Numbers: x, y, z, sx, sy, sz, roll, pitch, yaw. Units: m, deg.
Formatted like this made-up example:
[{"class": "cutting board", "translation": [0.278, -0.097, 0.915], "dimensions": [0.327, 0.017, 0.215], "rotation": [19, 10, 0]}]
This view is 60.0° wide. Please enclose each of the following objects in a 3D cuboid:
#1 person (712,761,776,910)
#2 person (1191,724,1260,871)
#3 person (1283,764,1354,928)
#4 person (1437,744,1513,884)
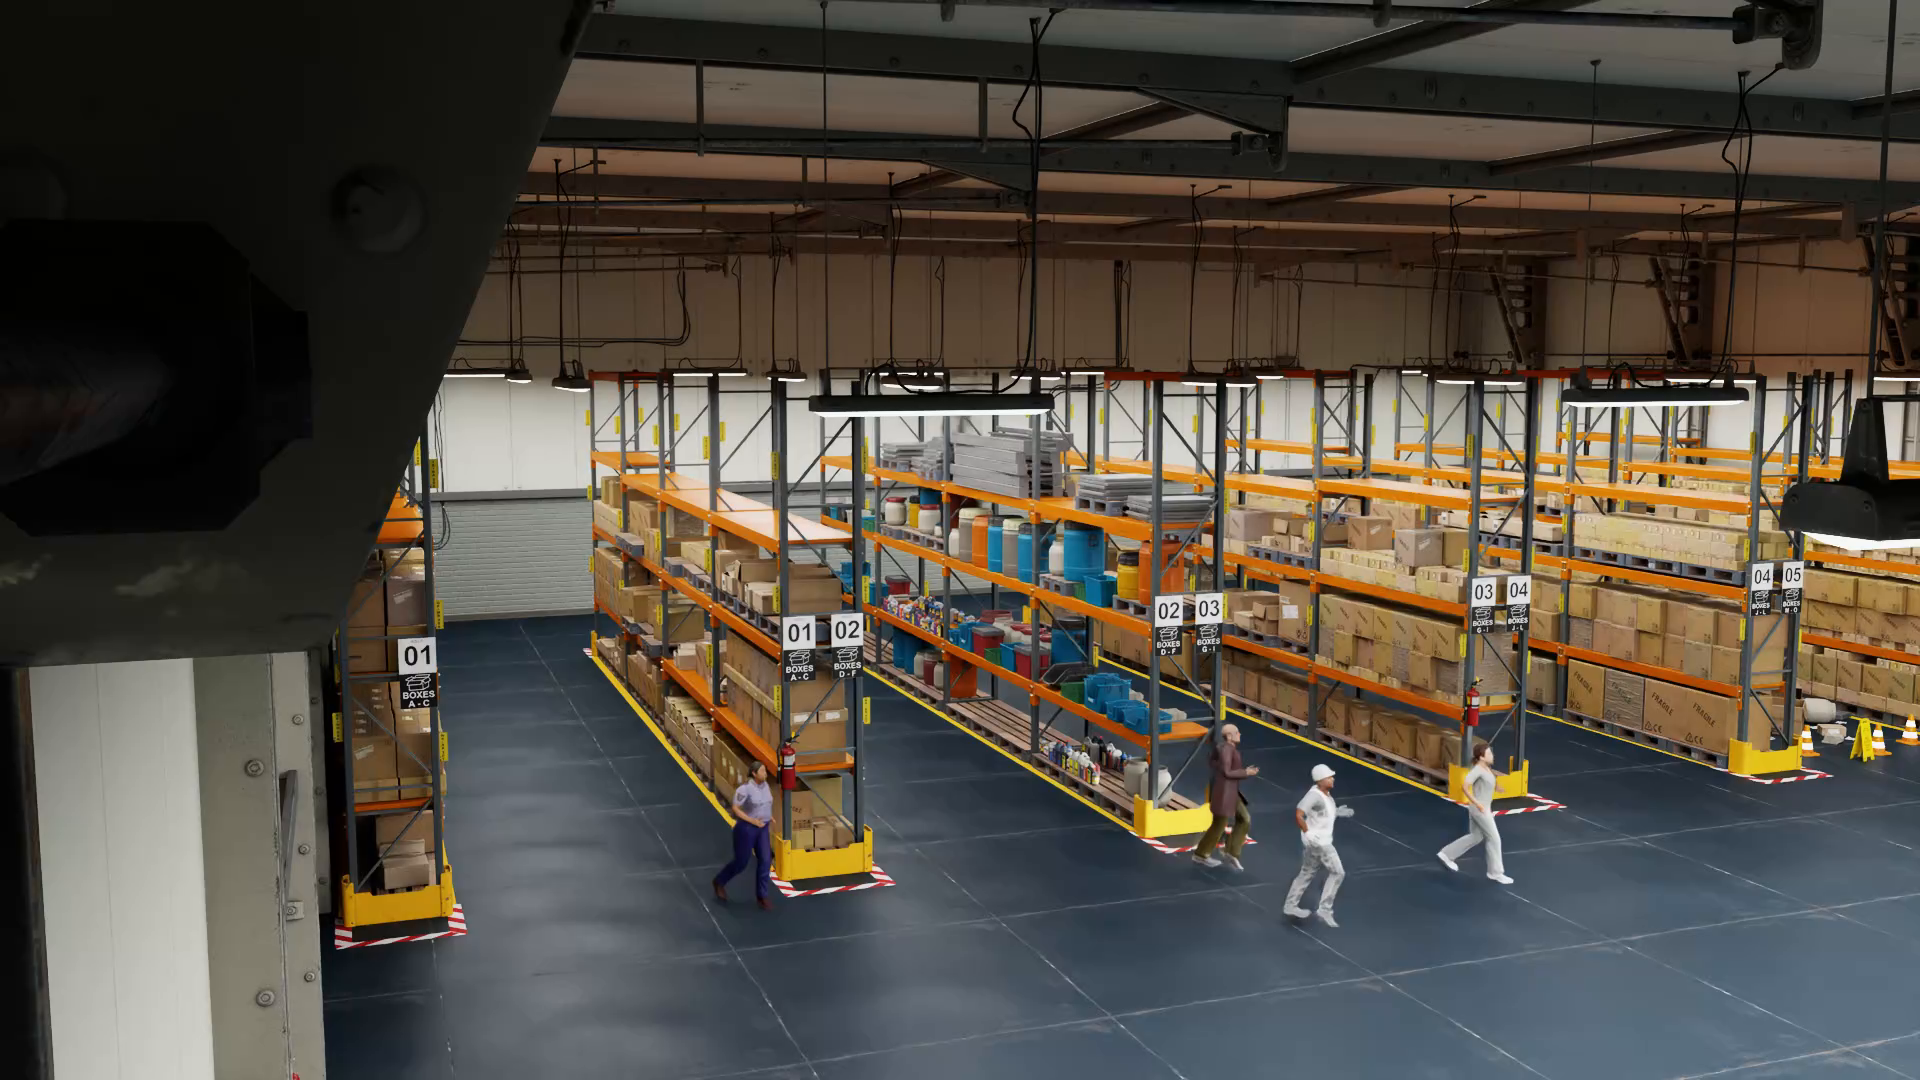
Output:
[{"class": "person", "translation": [-2.379, 3.379, 19.245], "dimensions": [0.854, 1.627, 0.692], "rotation": [5, 8, 38]}, {"class": "person", "translation": [3.294, 3.184, 20.532], "dimensions": [0.805, 1.838, 0.706], "rotation": [2, 7, 16]}, {"class": "person", "translation": [4.009, 3.399, 18.538], "dimensions": [0.749, 1.843, 0.644], "rotation": [1, 6, 7]}, {"class": "person", "translation": [6.231, 3.270, 20.045], "dimensions": [0.891, 1.681, 0.558], "rotation": [2, 7, 18]}]
